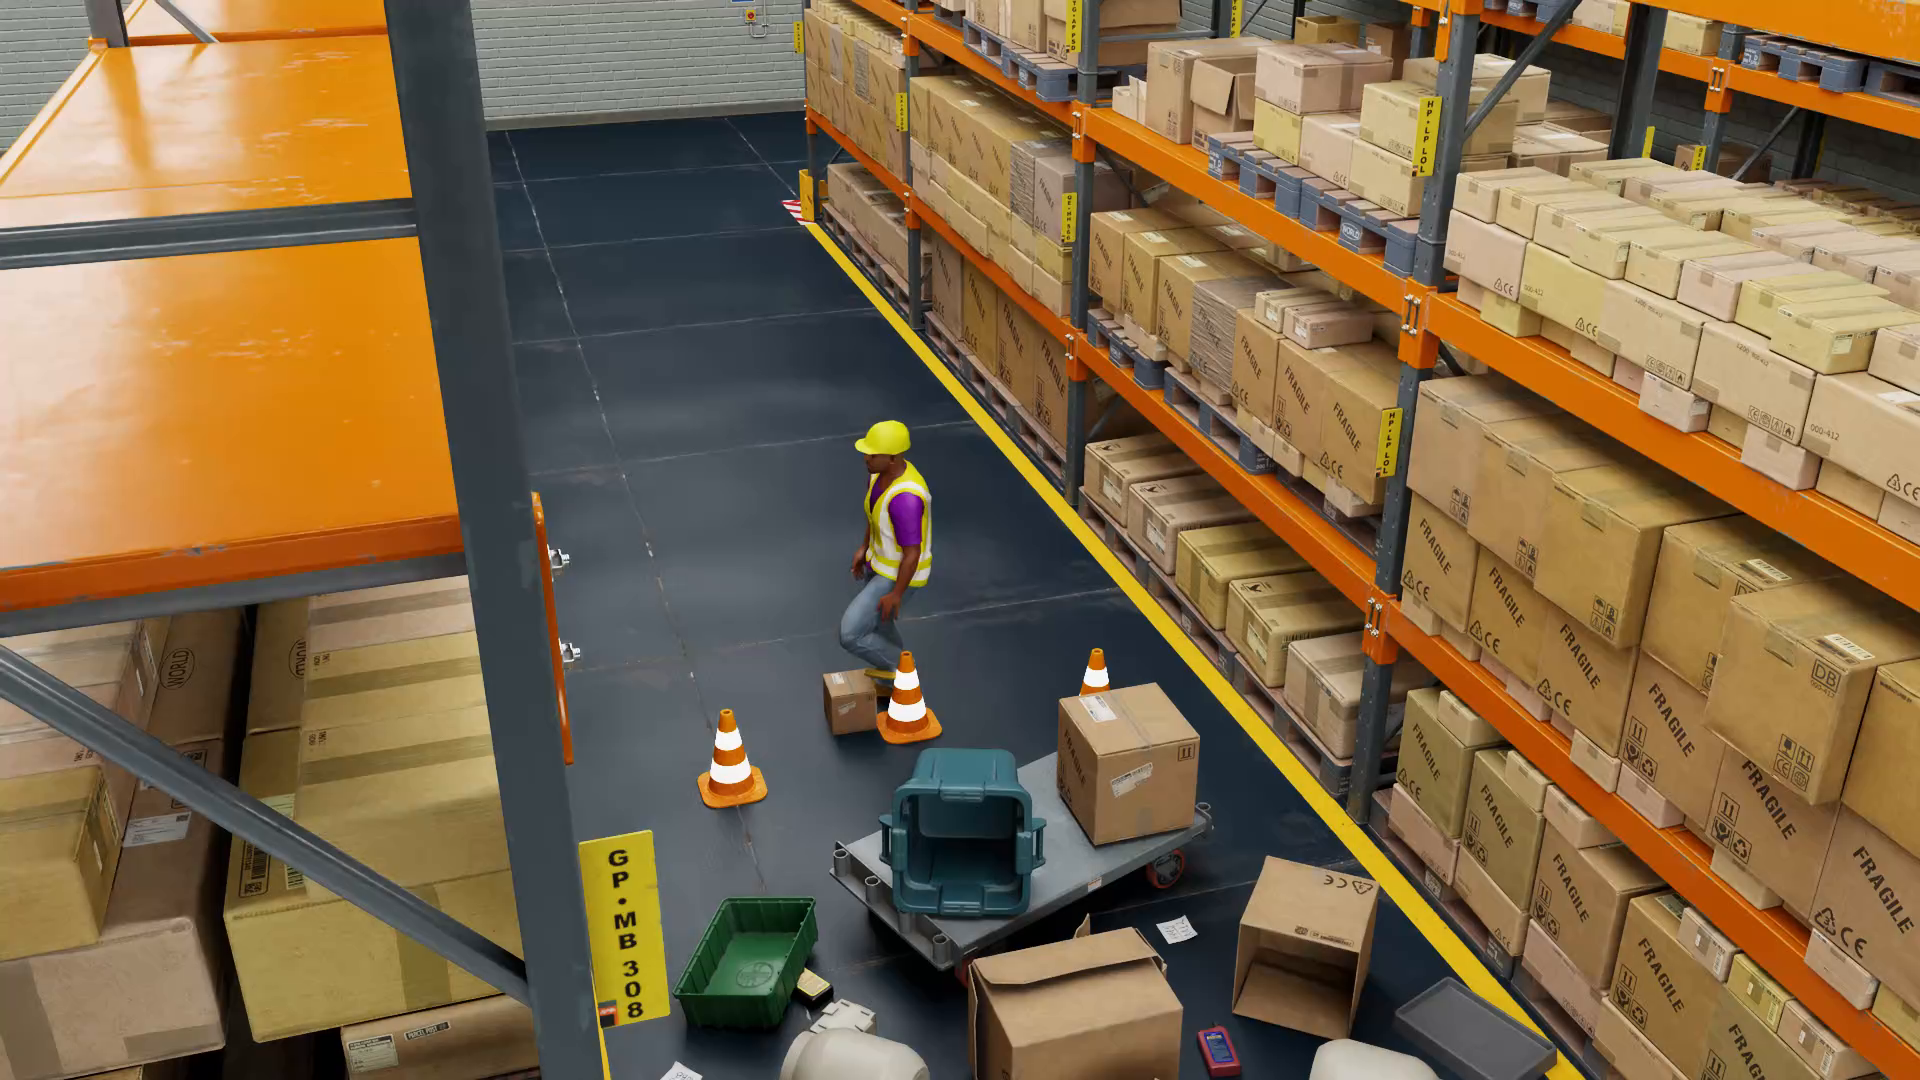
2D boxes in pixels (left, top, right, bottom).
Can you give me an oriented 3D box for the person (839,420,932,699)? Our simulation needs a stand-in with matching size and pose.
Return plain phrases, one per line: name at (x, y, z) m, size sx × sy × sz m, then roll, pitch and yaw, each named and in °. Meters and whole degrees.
person at (-0.433, 0.182, 8.967) m, size 0.550 × 1.764 × 0.632 m, roll -9°, pitch 27°, yaw -17°
